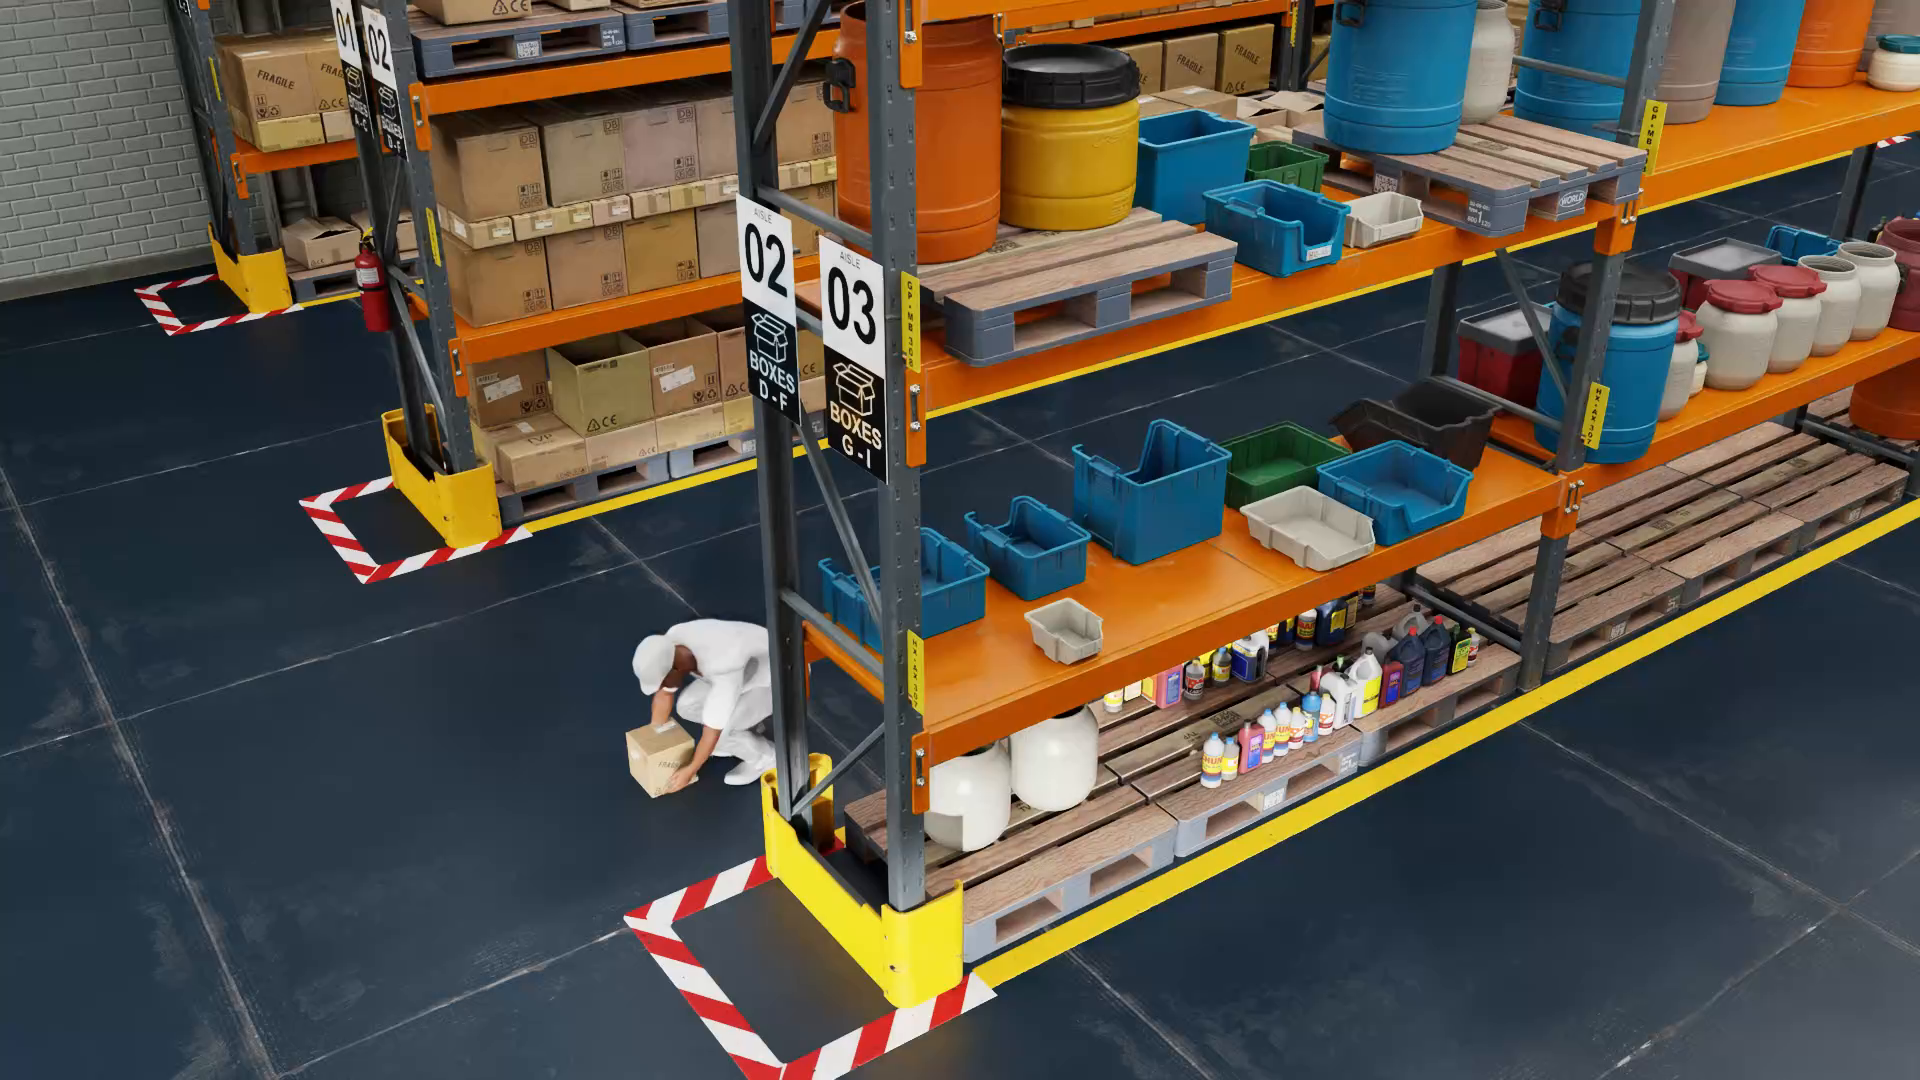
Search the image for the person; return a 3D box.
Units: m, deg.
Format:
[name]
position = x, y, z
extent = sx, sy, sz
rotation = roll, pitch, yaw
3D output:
[person]
position = -1.162, 0.751, 8.103
extent = 0.900, 0.924, 0.587
rotation = -19, 34, -31
